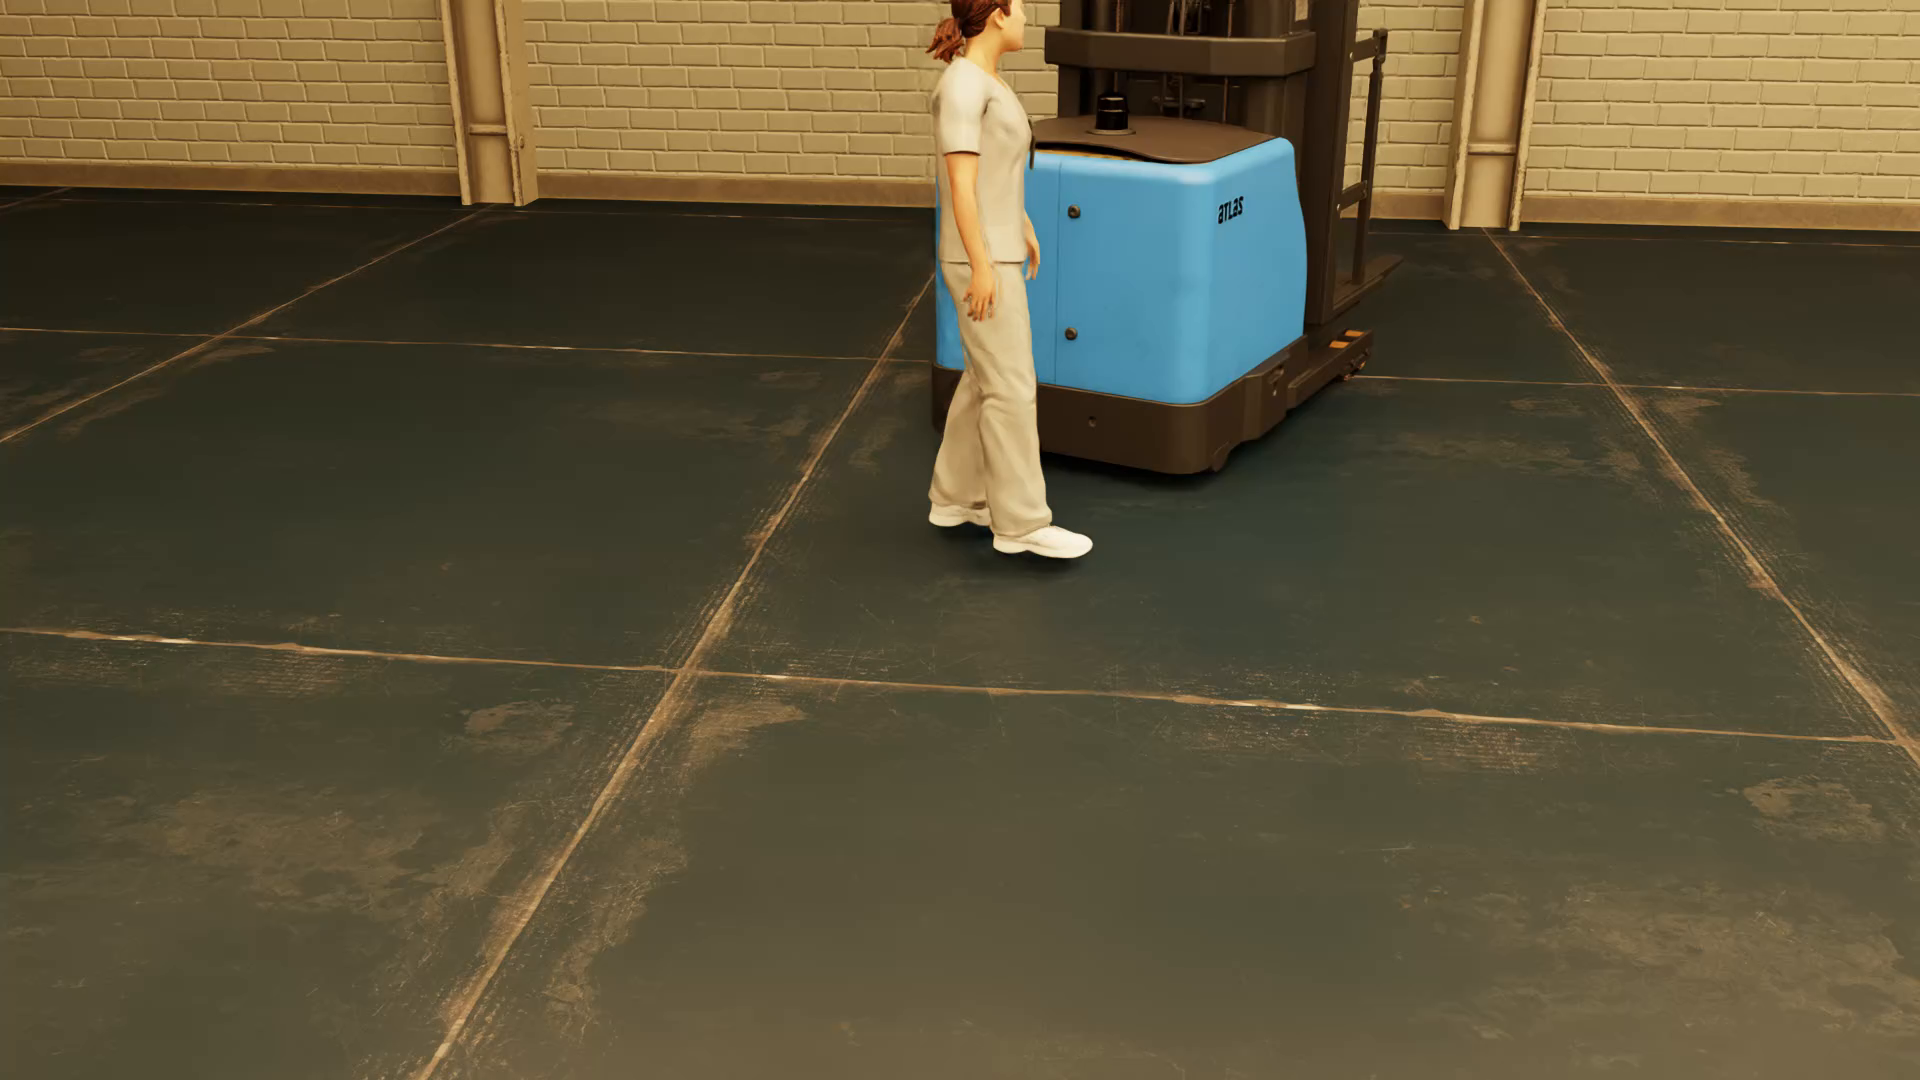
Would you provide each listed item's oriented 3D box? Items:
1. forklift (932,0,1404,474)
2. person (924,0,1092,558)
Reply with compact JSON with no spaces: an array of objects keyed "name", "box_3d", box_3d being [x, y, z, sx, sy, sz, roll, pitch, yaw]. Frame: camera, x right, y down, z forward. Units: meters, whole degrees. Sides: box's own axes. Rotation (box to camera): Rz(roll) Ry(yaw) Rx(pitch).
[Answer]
[{"name":"forklift","box_3d":[1.072,-2.083,6.426,1.130,2.935,3.031,12,25,28]},{"name":"person","box_3d":[0.154,-0.816,4.875,0.515,1.662,0.574,2,22,4]}]
